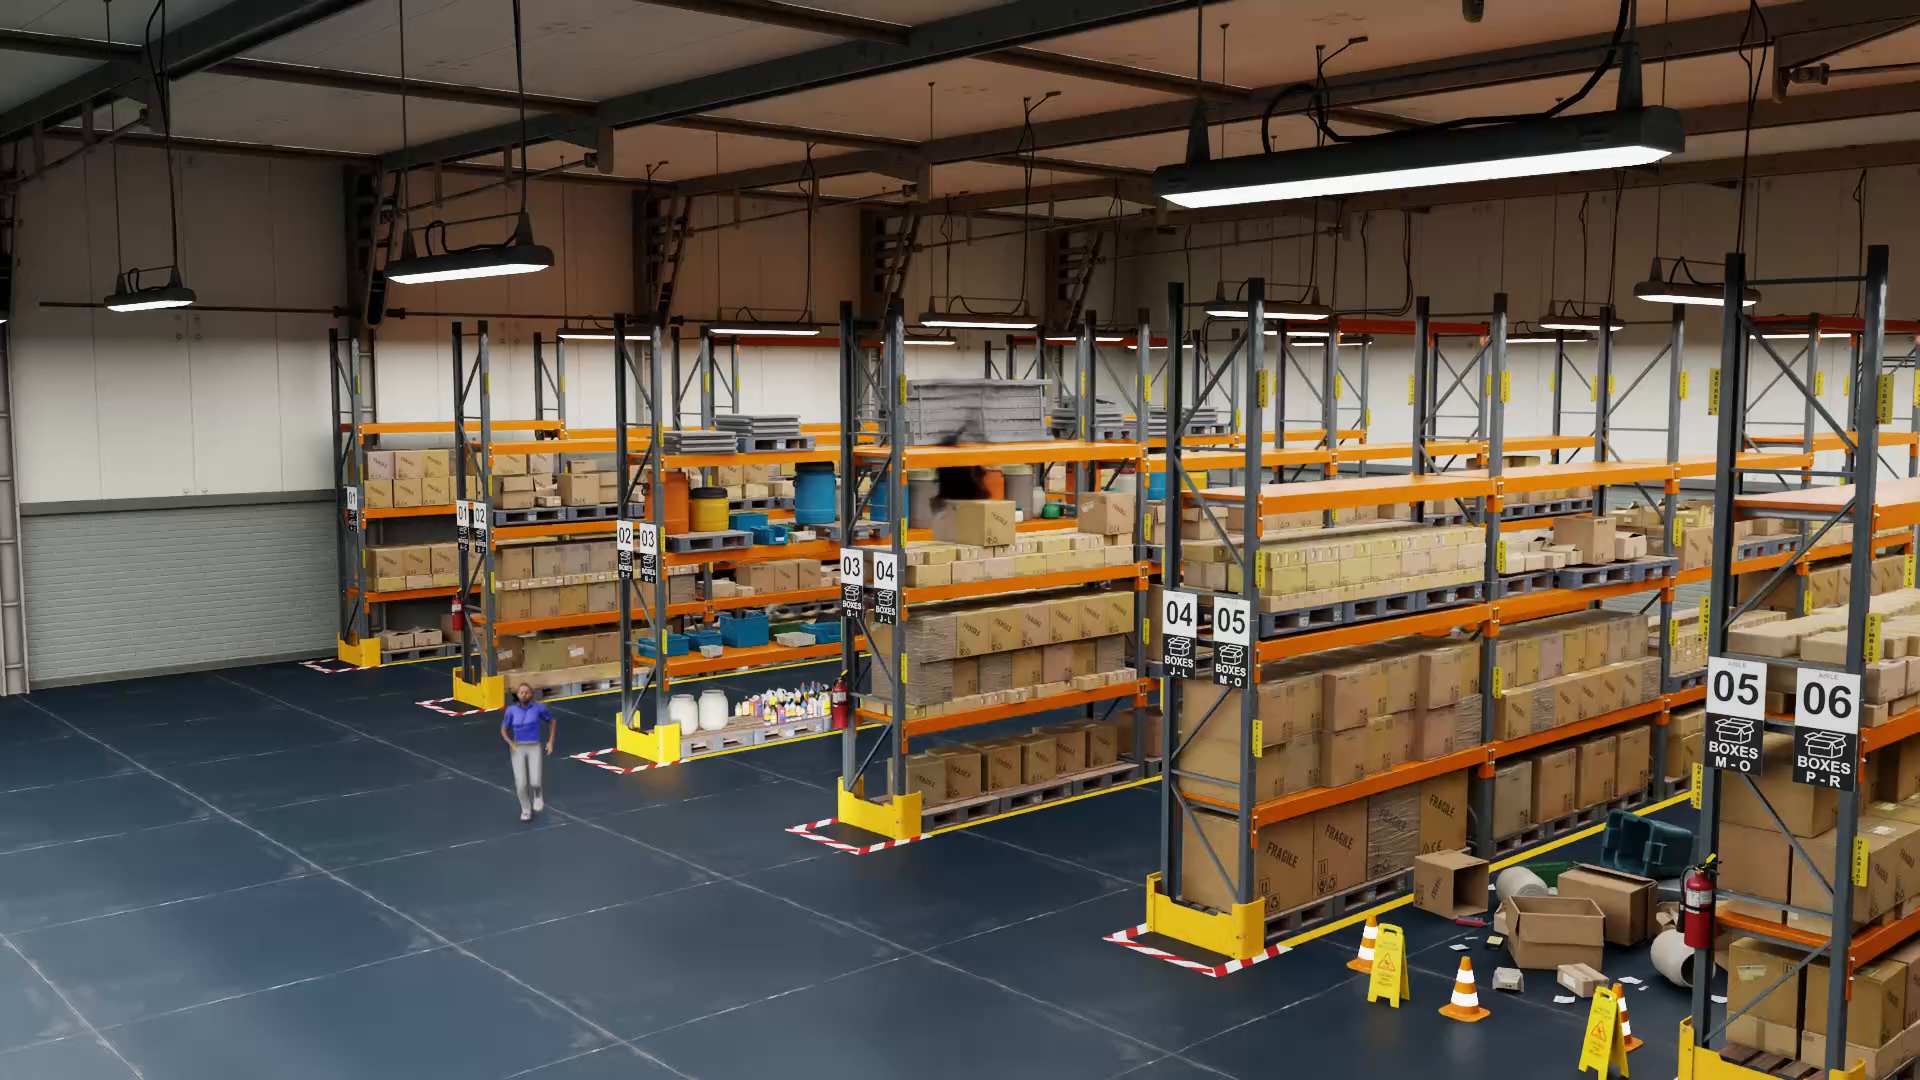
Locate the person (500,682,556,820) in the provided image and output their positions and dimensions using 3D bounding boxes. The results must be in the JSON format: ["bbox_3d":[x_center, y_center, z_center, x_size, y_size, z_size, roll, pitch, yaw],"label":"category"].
[{"bbox_3d":[-5.010,2.453,19.298,0.618,1.609,0.579,-1,6,-11],"label":"person"}]

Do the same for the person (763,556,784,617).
[{"bbox_3d":[-3.616,1.044,32.532,0.657,1.708,0.740,5,7,41],"label":"person"}]

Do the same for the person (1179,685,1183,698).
[{"bbox_3d":[3.636,1.743,26.557,0.506,1.586,0.656,4,7,34],"label":"person"}]

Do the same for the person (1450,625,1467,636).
[{"bbox_3d":[7.068,2.012,23.688,0.628,1.657,0.623,5,8,42],"label":"person"}]
